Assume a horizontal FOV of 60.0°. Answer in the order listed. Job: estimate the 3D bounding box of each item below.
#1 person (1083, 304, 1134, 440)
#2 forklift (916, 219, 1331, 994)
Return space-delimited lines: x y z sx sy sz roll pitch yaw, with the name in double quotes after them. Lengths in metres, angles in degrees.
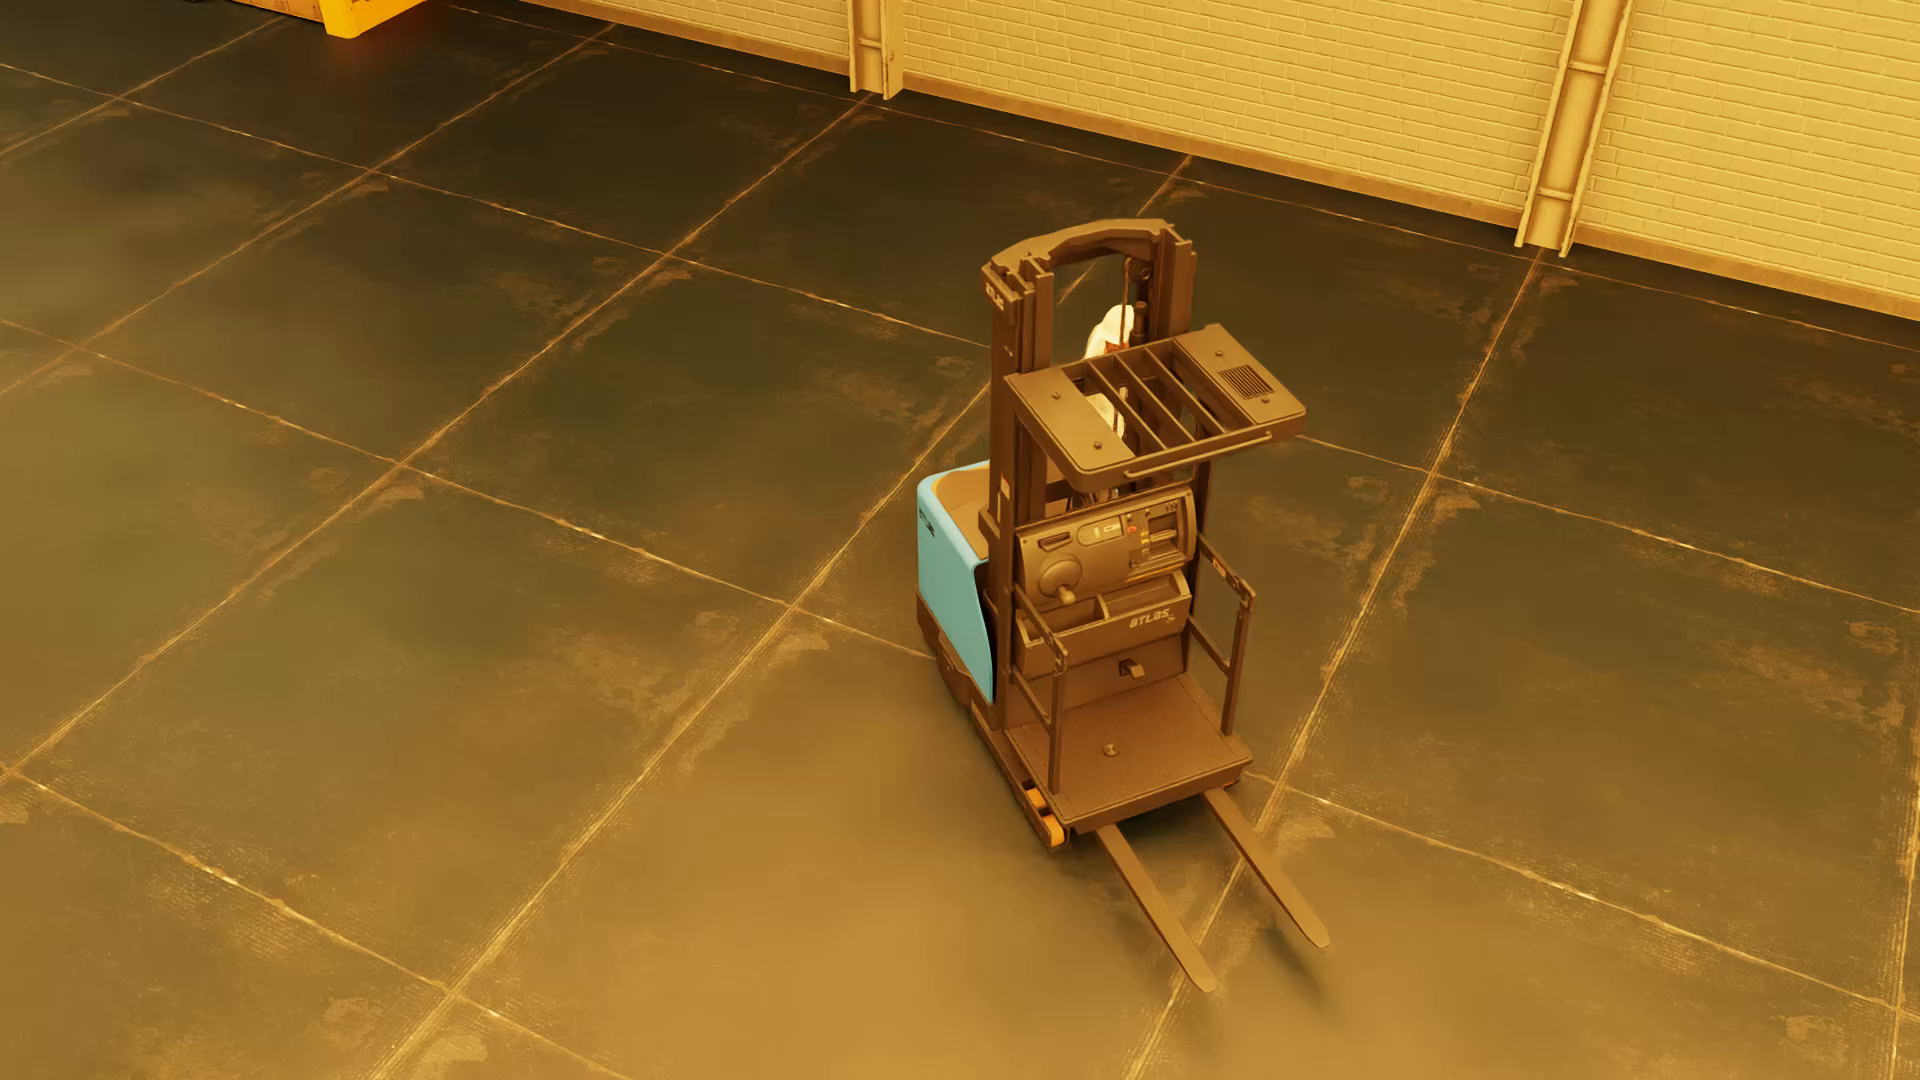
0.912 -0.701 9.801 0.476 1.749 0.907 -20 44 -22 "person"
0.805 0.113 7.853 1.130 2.935 3.031 -16 43 -18 "forklift"
